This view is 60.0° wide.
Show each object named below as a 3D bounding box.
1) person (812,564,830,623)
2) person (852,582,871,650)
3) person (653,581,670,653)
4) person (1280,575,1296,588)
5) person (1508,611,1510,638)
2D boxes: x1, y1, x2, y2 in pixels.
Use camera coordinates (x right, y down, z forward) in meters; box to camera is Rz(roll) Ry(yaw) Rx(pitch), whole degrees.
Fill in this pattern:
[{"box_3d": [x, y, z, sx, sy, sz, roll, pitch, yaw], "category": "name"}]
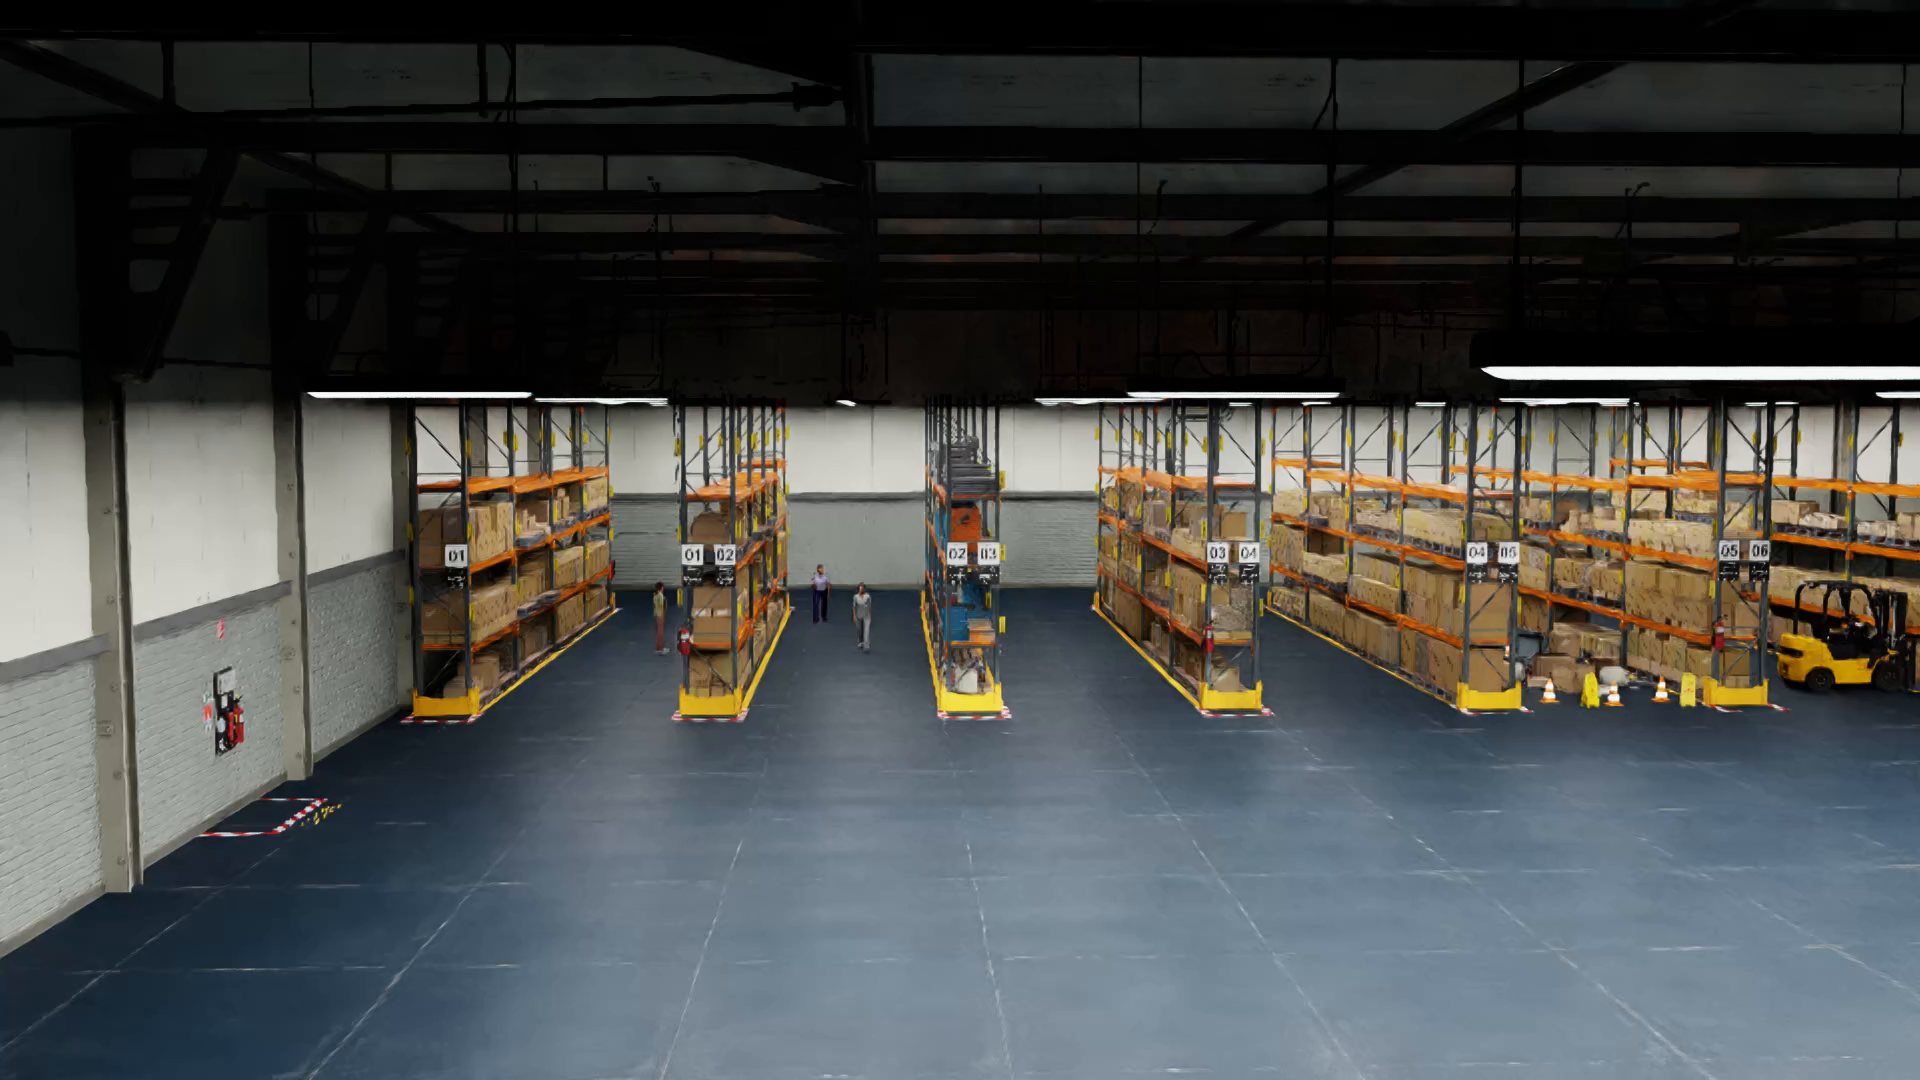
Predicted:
[{"box_3d": [-3.708, 1.416, 44.451, 0.478, 1.567, 1.083, 0, 5, -5], "category": "person"}, {"box_3d": [-2.335, 1.793, 39.487, 0.446, 1.590, 1.110, 0, 5, -1], "category": "person"}, {"box_3d": [-6.977, 1.799, 38.924, 0.432, 1.677, 0.499, -3, 5, -33], "category": "person"}, {"box_3d": [9.998, 0.894, 50.787, 0.487, 1.653, 0.658, 4, 6, 44], "category": "person"}, {"box_3d": [13.155, 1.656, 40.127, 0.581, 1.768, 0.641, 2, 5, 20], "category": "person"}]
